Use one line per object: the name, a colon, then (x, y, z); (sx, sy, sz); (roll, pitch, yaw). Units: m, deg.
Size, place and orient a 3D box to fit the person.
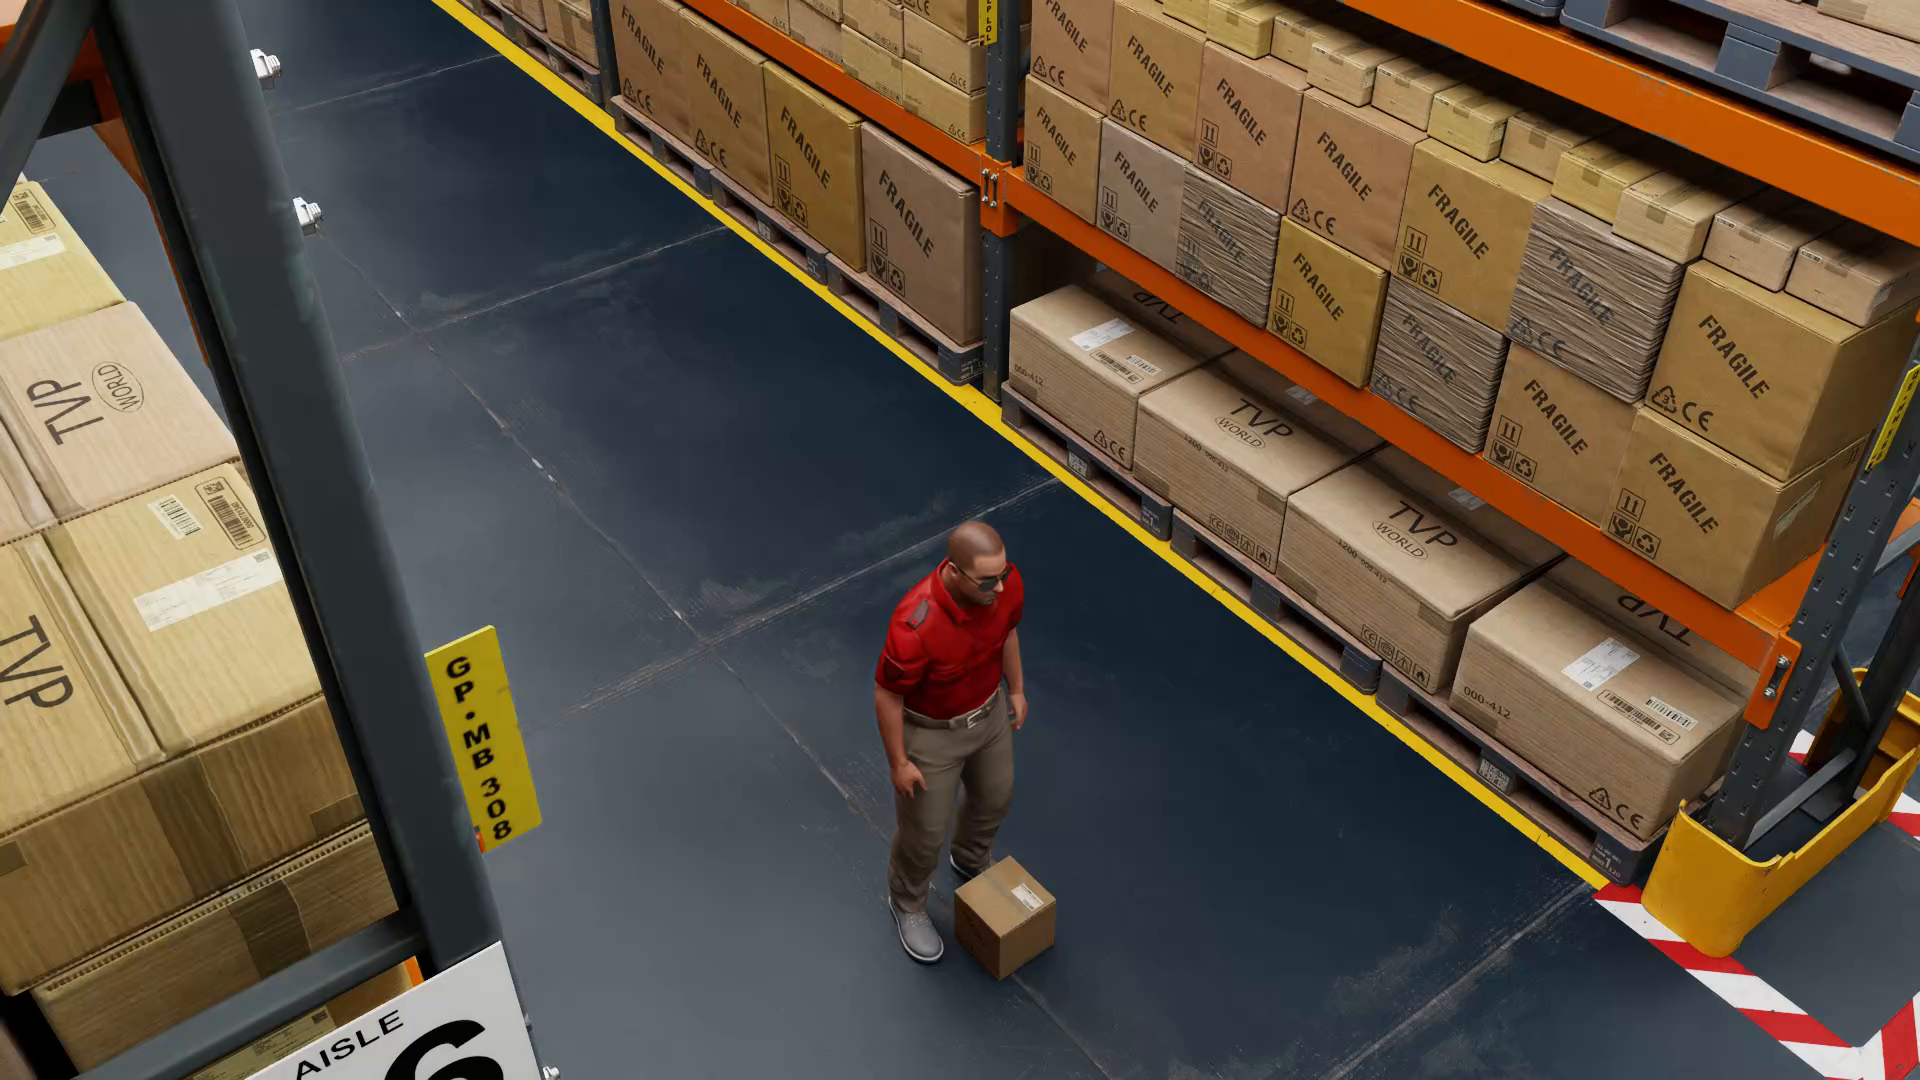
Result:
person: (-0.014, 0.613, 5.438); (0.601, 1.726, 0.393); (-29, 48, -30)
